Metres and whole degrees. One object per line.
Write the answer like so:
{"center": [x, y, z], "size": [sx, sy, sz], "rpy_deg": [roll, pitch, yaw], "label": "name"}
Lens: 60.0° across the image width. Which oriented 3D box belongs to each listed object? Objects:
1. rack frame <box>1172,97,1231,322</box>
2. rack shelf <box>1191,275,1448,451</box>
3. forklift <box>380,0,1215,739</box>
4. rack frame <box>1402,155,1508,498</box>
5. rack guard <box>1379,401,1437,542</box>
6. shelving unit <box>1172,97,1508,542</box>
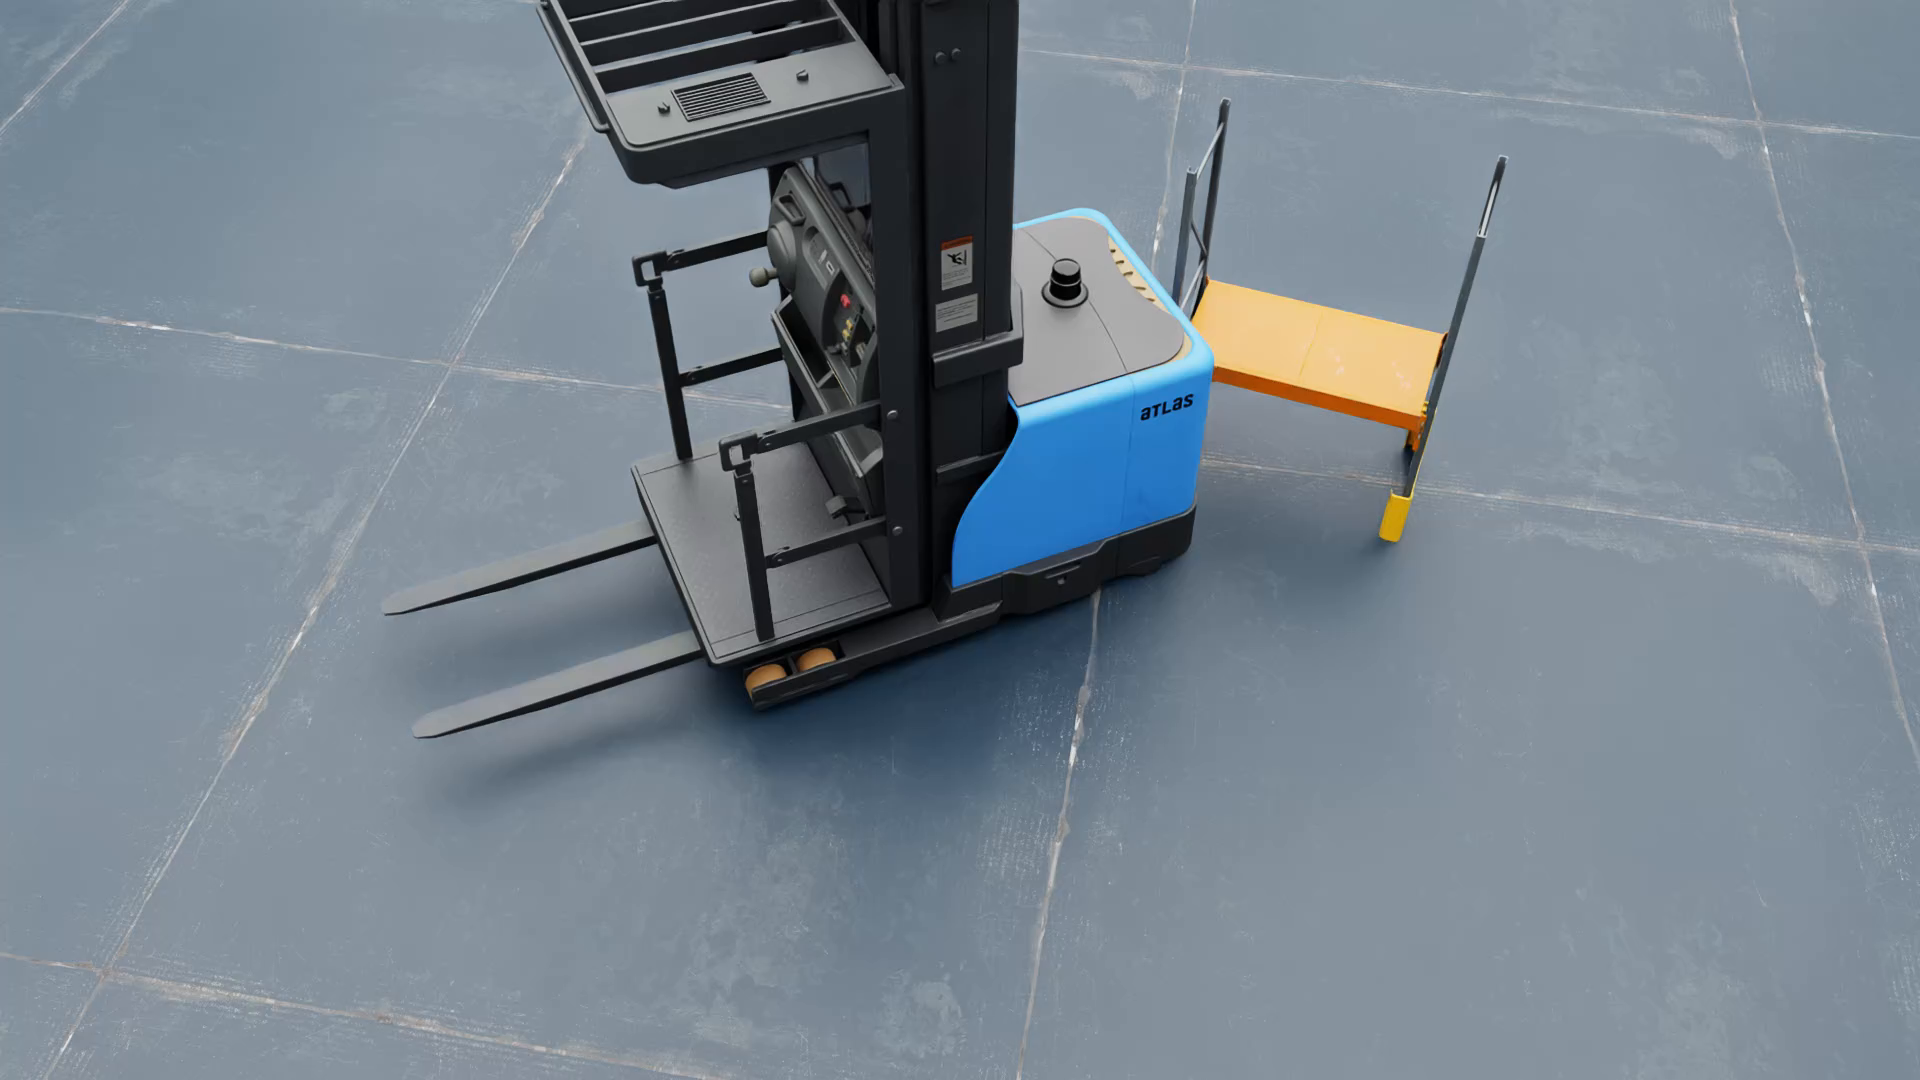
{"center": [0.904, -0.968, 6.584], "size": [0.032, 1.500, 0.500], "rpy_deg": [16, 50, 14], "label": "rack frame"}
{"center": [1.379, -0.713, 6.596], "size": [1.000, 0.185, 0.538], "rpy_deg": [16, 50, 14], "label": "rack shelf"}
{"center": [-0.644, -0.811, 5.480], "size": [3.031, 2.935, 1.130], "rpy_deg": [-18, 50, -15], "label": "forklift"}
{"center": [1.854, -0.698, 6.341], "size": [0.032, 1.500, 0.500], "rpy_deg": [16, 50, 14], "label": "rack frame"}
{"center": [1.836, -0.286, 6.811], "size": [0.087, 0.250, 0.587], "rpy_deg": [16, 50, 14], "label": "rack guard"}
{"center": [1.371, -0.836, 6.465], "size": [1.083, 1.500, 0.587], "rpy_deg": [16, 50, 14], "label": "shelving unit"}
